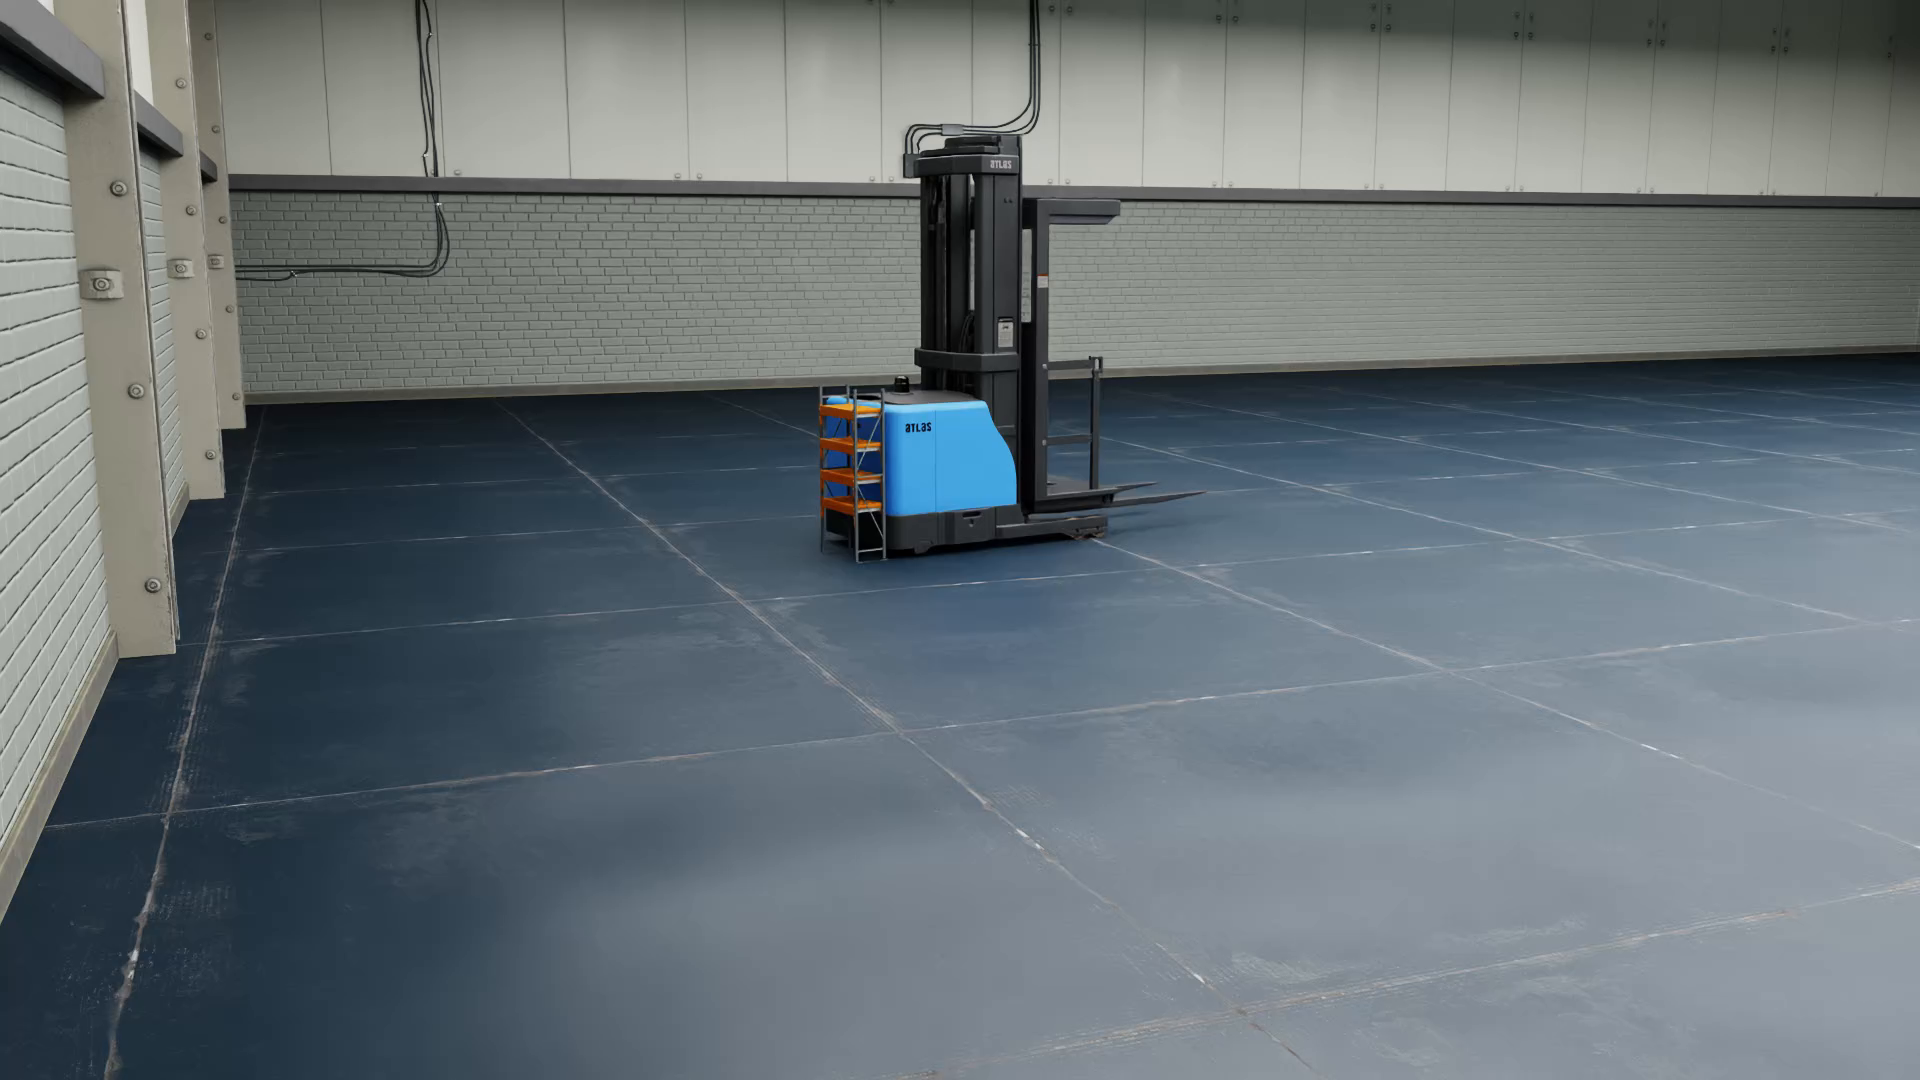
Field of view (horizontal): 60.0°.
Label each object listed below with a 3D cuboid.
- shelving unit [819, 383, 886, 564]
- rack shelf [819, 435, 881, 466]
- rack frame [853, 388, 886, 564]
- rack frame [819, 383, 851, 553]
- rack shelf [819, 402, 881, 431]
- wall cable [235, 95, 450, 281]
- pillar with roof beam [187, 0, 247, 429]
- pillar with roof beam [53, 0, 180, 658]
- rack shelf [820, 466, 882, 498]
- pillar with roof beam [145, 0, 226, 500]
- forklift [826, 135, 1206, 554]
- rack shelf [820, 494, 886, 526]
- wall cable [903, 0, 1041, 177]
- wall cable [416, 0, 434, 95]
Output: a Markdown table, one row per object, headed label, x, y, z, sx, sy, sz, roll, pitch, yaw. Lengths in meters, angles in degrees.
| label | x | y | z | sx | sy | sz | roll | pitch | yaw |
| --- | --- | --- | --- | --- | --- | --- | --- | --- | --- |
| shelving unit | -0.757 | -0.474 | 11.660 | 0.258 | 1.200 | 0.503 | -7 | 12 | -33 |
| rack shelf | -0.757 | -0.628 | 11.633 | 0.258 | 0.148 | 0.480 | -7 | 12 | -33 |
| rack frame | -0.623 | -0.438 | 11.459 | 0.240 | 1.200 | 0.015 | -7 | 12 | -33 |
| rack frame | -0.890 | -0.510 | 11.861 | 0.240 | 1.200 | 0.015 | -7 | 12 | -33 |
| rack shelf | -0.757 | -0.861 | 11.591 | 0.258 | 0.148 | 0.480 | -7 | 12 | -33 |
| wall cable | -8.636 | -4.835 | 22.771 | 3.097 | 2.526 | 0.112 | -4 | 11 | -21 |
| pillar with roof beam | -4.788 | -6.072 | 20.860 | 9.100 | 9.000 | 0.400 | -4 | 11 | -21 |
| pillar with roof beam | -0.440 | -4.113 | 9.848 | 9.100 | 9.000 | 0.400 | -4 | 11 | -21 |
| rack shelf | -0.757 | -0.408 | 11.672 | 0.258 | 0.148 | 0.480 | -7 | 12 | -33 |
| pillar with roof beam | -2.614 | -5.092 | 15.354 | 9.100 | 9.000 | 0.400 | -4 | 11 | -21 |
| forklift | 0.518 | -1.517 | 12.577 | 3.031 | 2.935 | 1.130 | -6 | 12 | -32 |
| rack shelf | -0.757 | -0.213 | 11.707 | 0.258 | 0.148 | 0.480 | -7 | 12 | -33 |
| wall cable | 0.218 | -8.638 | 25.574 | 2.305 | 6.003 | 0.169 | -4 | 11 | -21 |
| wall cable | -6.114 | -7.493 | 23.294 | 3.097 | 2.526 | 0.112 | -4 | 11 | -21 |
